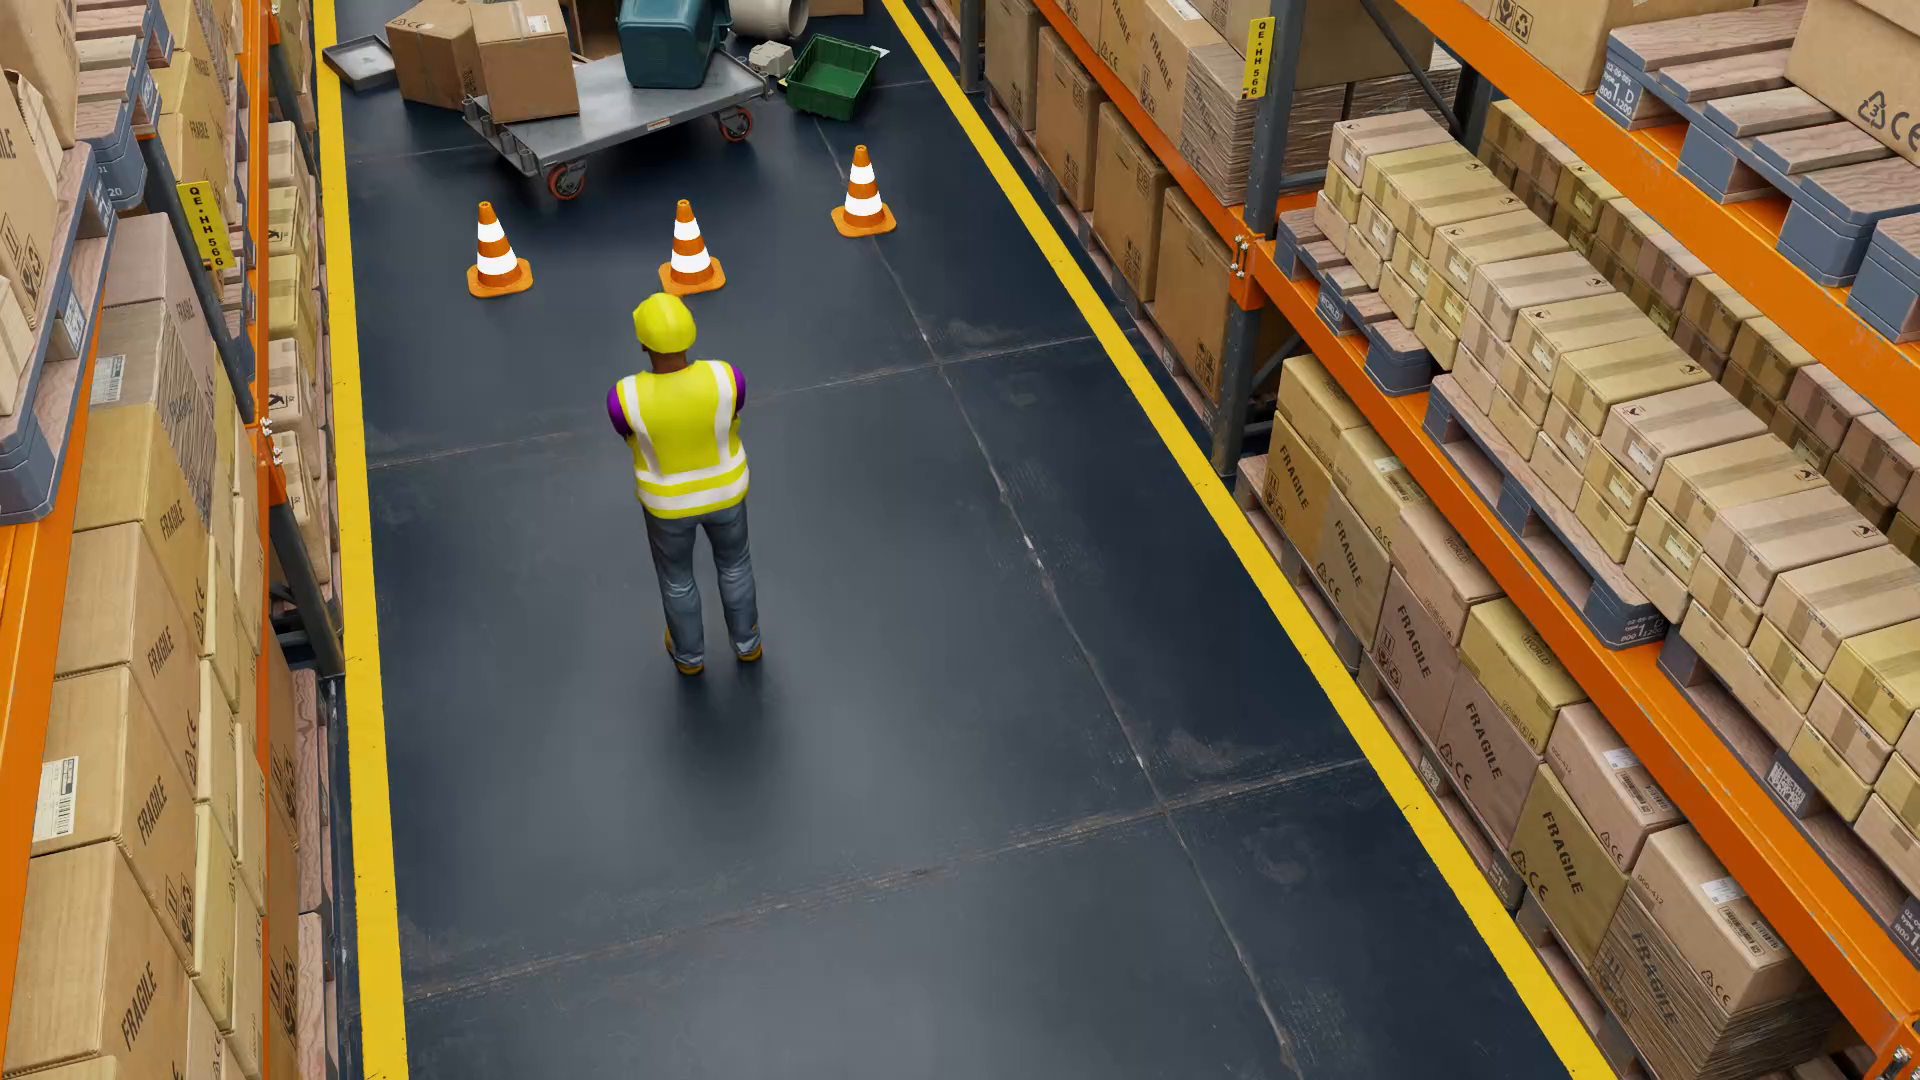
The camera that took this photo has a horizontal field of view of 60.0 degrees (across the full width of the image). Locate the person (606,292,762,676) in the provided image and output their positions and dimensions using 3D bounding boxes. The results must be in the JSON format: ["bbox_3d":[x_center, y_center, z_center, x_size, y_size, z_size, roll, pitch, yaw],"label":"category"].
[{"bbox_3d":[-1.062,-0.254,6.425,0.505,1.763,0.558,-12,43,-13],"label":"person"}]
